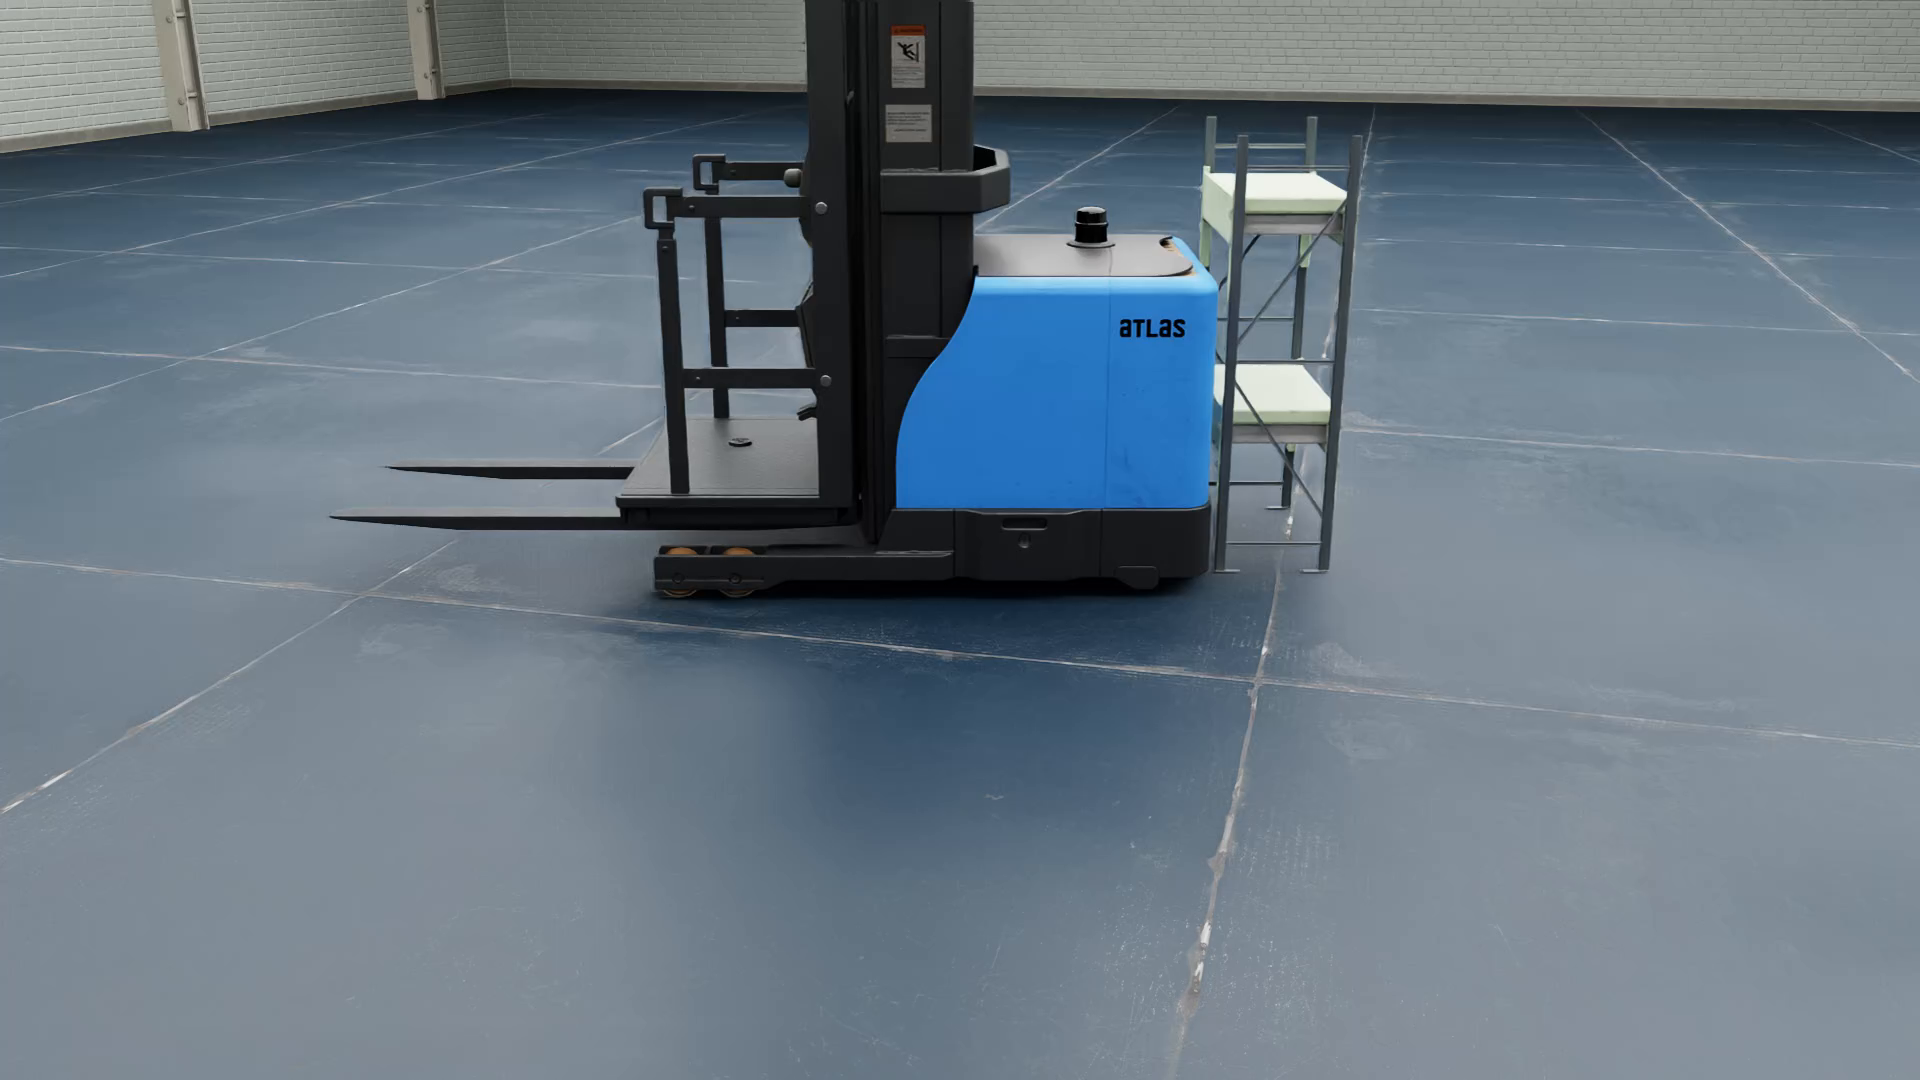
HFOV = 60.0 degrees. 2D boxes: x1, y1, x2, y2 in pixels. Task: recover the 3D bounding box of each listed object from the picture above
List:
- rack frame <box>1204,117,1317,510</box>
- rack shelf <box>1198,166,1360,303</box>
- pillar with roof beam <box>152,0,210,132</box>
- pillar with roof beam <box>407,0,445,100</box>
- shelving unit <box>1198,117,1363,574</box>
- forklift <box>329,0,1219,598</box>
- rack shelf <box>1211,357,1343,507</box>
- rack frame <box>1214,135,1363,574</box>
[{"bbox_3d":[1.100,-0.832,6.304,0.400,1.500,0.023,0,19,0],"label":"rack frame"},{"bbox_3d":[1.099,-1.083,5.831,0.431,0.370,0.720,0,19,0],"label":"rack shelf"},{"bbox_3d":[-6.124,-9.407,19.806,9.100,9.000,0.400,5,19,13],"label":"pillar with roof beam"},{"bbox_3d":[-4.658,-11.287,25.312,9.100,9.000,0.400,5,19,13],"label":"pillar with roof beam"},{"bbox_3d":[1.099,-0.714,5.957,0.431,1.500,0.755,0,19,0],"label":"shelving unit"},{"bbox_3d":[-0.663,-1.363,5.645,3.031,2.935,1.130,0,19,0],"label":"forklift"},{"bbox_3d":[1.098,-0.406,6.063,0.431,0.370,0.720,0,19,0],"label":"rack shelf"},{"bbox_3d":[1.097,-0.596,5.611,0.400,1.500,0.023,0,19,0],"label":"rack frame"}]
